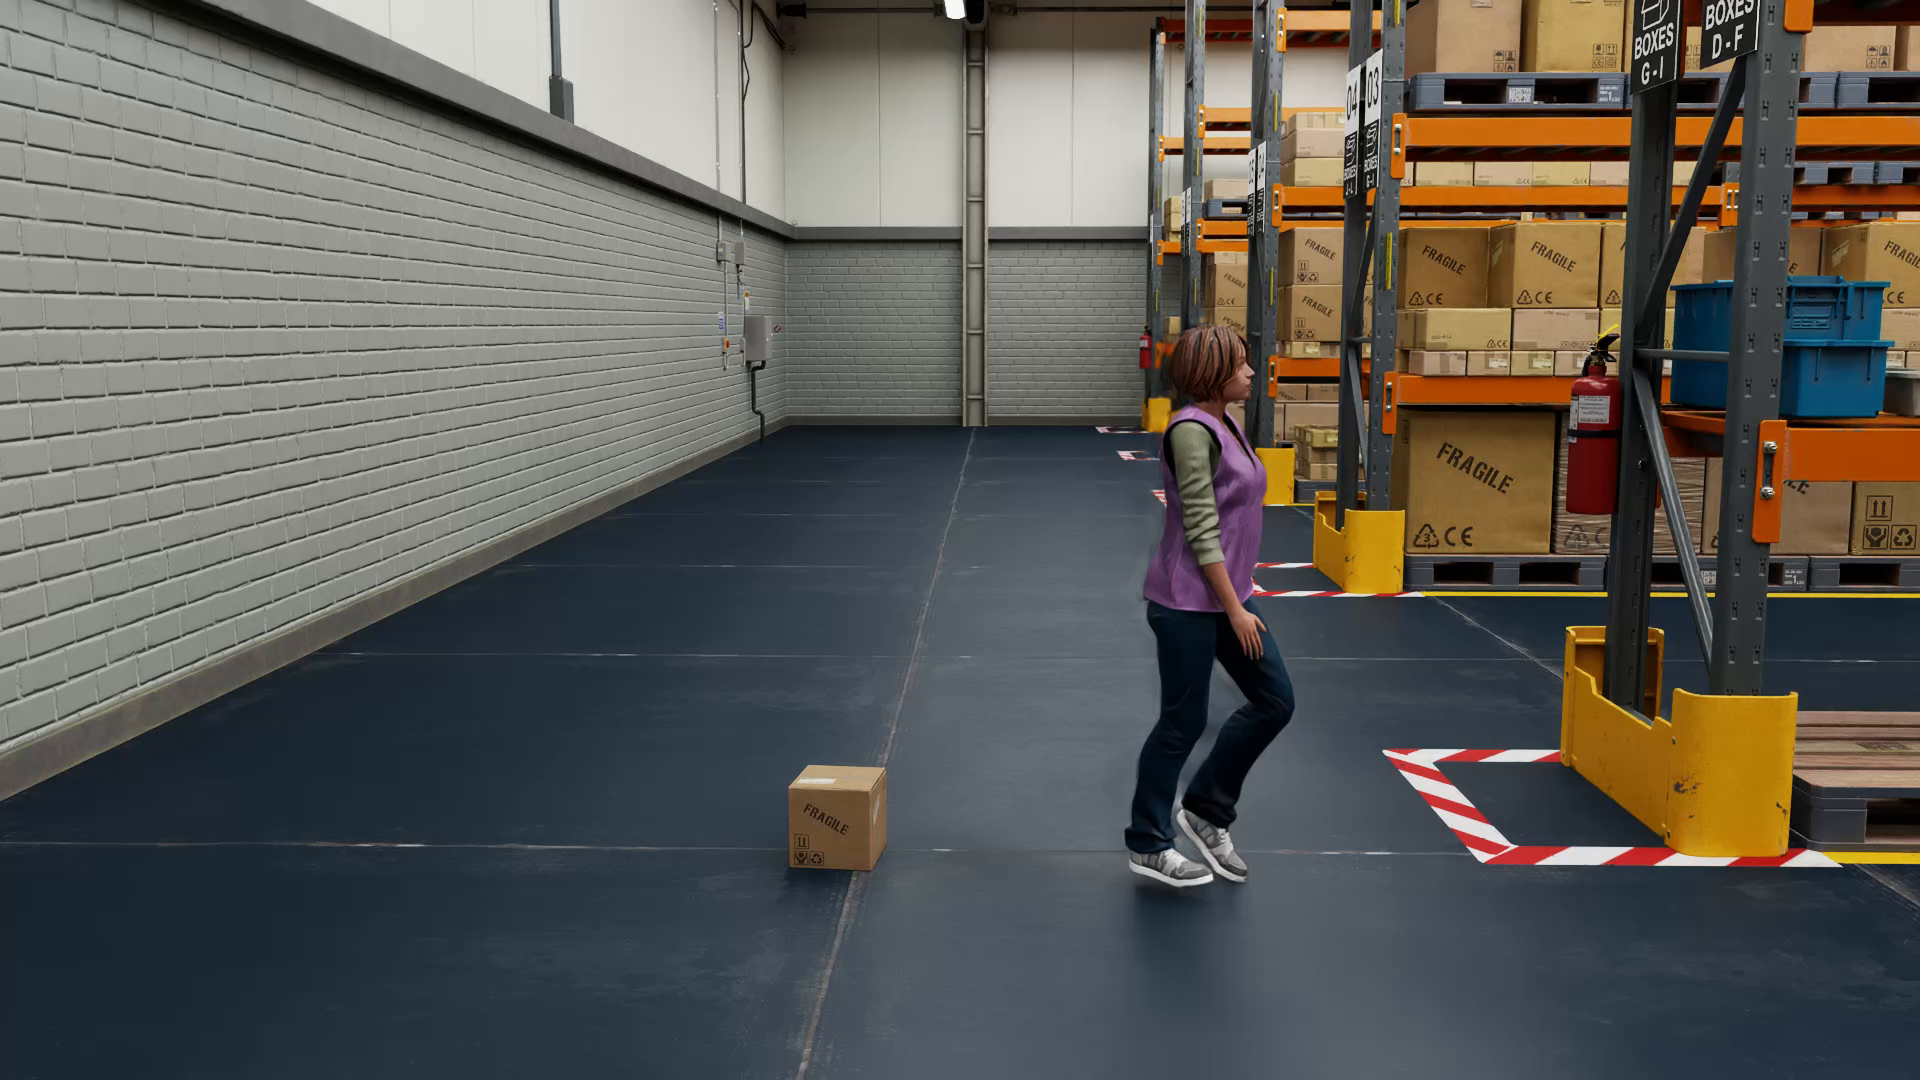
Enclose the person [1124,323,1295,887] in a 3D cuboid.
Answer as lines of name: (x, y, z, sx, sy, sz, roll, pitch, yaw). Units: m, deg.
person: (0.696, 0.209, 4.694, 0.450, 1.603, 0.417, 4, 8, 28)
